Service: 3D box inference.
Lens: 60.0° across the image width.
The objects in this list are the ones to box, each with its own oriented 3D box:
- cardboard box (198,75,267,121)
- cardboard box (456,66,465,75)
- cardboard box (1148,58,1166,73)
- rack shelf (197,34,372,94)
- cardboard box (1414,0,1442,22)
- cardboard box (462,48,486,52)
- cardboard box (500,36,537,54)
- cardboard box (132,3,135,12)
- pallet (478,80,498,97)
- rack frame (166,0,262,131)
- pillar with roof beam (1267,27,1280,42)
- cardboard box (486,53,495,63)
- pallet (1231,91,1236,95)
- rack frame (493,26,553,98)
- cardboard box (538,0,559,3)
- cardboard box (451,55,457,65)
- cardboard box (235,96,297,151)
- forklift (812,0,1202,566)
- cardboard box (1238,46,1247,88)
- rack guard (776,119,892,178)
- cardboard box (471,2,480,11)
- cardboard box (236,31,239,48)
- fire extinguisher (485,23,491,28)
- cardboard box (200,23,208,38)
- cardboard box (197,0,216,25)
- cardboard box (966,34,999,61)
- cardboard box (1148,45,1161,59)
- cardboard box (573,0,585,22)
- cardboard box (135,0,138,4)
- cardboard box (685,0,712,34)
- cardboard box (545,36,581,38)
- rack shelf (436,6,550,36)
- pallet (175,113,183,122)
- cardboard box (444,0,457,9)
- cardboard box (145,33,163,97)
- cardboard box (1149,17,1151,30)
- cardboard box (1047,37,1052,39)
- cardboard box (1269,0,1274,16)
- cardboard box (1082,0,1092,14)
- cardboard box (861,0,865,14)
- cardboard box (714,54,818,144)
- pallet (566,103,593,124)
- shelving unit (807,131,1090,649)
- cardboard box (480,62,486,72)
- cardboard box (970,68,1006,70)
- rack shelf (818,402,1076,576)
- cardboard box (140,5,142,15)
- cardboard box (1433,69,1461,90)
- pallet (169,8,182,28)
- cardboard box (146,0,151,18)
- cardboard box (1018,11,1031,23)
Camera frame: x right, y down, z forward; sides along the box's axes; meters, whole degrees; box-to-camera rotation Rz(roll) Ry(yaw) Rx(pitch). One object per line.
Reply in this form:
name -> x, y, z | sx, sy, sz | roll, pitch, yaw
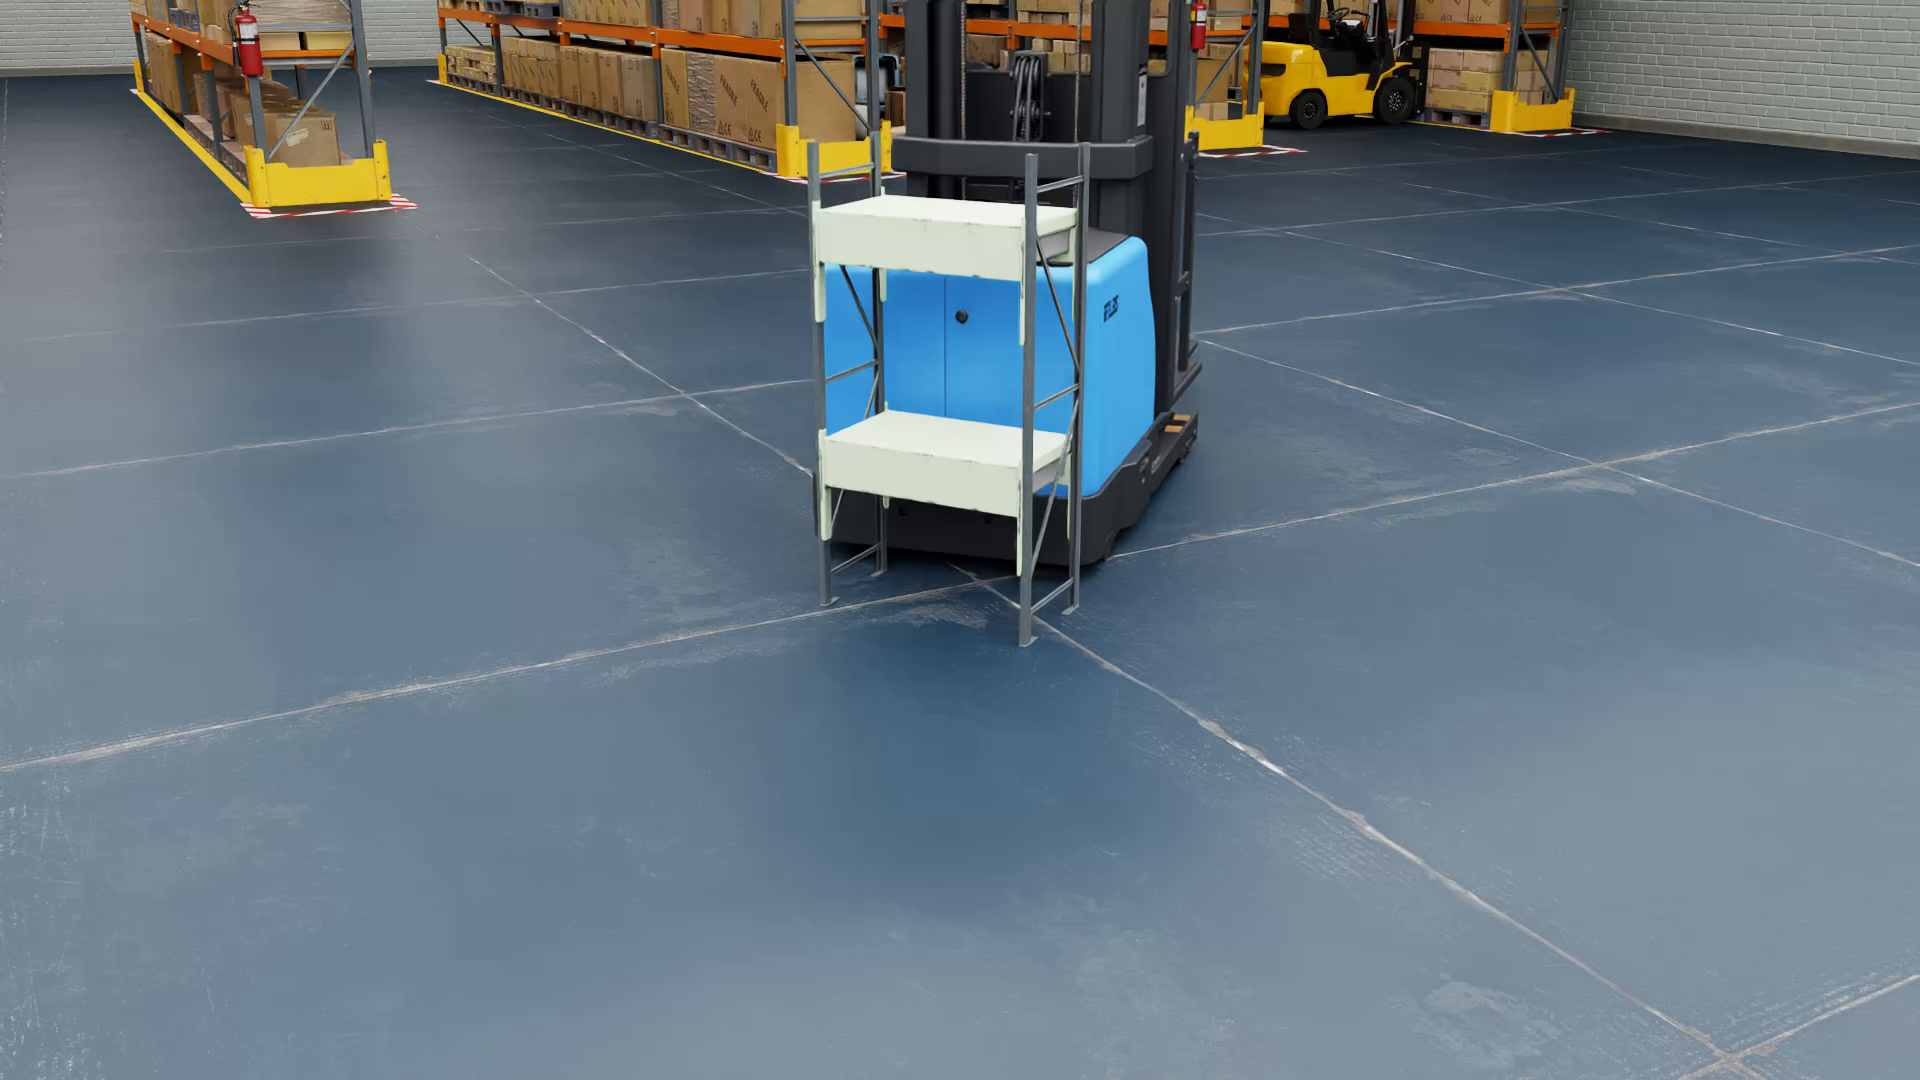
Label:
cardboard box -> -8.892, -5.423, 20.407 | 0.700, 0.500, 0.500 | -12, 22, -31
cardboard box -> -8.576, -8.207, 29.044 | 0.380, 0.149, 0.250 | -10, 21, -26
cardboard box -> 2.408, -5.425, 19.676 | 0.500, 0.500, 0.500 | -10, 21, -26
rack shelf -> -6.653, -4.681, 16.201 | 1.077, 0.370, 4.000 | -10, 21, -27
cardboard box -> 6.438, -7.197, 22.237 | 0.500, 0.500, 0.500 | -10, 22, -28
cardboard box -> -8.381, -8.416, 28.738 | 0.380, 0.149, 0.250 | -9, 21, -25
cardboard box -> -6.870, -7.749, 26.029 | 0.500, 0.250, 0.500 | -11, 22, -29
cardboard box -> -13.053, -8.547, 26.686 | 0.380, 0.149, 0.250 | -10, 22, -27
pallet -> -7.339, -7.500, 27.543 | 1.003, 0.211, 1.213 | -10, 21, -27
rack frame -> -9.502, -6.743, 21.076 | 1.000, 3.000, 0.127 | -10, 21, -27
pillar with roof beam -> 1.209, -10.983, 24.164 | 9.100, 9.000, 0.400 | -10, 21, -27
cardboard box -> -7.543, -7.892, 27.219 | 0.380, 0.149, 0.250 | -10, 21, -26
pallet -> 3.942, -7.488, 27.508 | 1.003, 0.211, 1.213 | -10, 21, -27
rack frame -> -6.989, -8.631, 26.546 | 1.000, 3.000, 0.127 | -10, 21, -27
cardboard box -> -5.728, -7.633, 23.394 | 0.380, 0.149, 0.250 | -10, 21, -26
cardboard box -> -8.785, -8.493, 29.417 | 0.380, 0.149, 0.250 | -10, 21, -27
cardboard box -> -7.170, -4.328, 17.263 | 0.500, 0.500, 0.500 | -3, 19, -9
forklift -> 0.407, -1.741, 6.685 | 1.130, 2.935, 3.031 | 6, 20, 17
cardboard box -> 4.866, -7.348, 25.824 | 0.875, 0.625, 0.625 | -10, 22, -27
rack guard -> -1.279, -3.998, 16.950 | 1.175, 0.500, 0.348 | -10, 21, -27
cardboard box -> -7.879, -8.852, 27.572 | 0.380, 0.149, 0.250 | -11, 22, -29
cardboard box -> -6.303, -4.514, 14.999 | 0.380, 0.149, 0.250 | -10, 21, -27
fire extinguisher -> -8.602, -9.710, 30.363 | 0.296, 0.674, 0.183 | -10, 21, -27
cardboard box -> -7.658, -5.294, 17.261 | 0.380, 0.149, 0.250 | -10, 21, -27
cardboard box -> -7.237, -5.495, 16.849 | 0.875, 0.500, 0.500 | -10, 21, -27
cardboard box -> 0.365, -9.920, 33.470 | 0.700, 0.500, 0.500 | -9, 21, -24
cardboard box -> 2.175, -5.826, 19.845 | 0.380, 0.149, 0.250 | -9, 21, -25
cardboard box -> -4.870, -7.214, 22.285 | 0.500, 0.500, 0.500 | -10, 22, -27
cardboard box -> -12.570, -8.488, 25.905 | 0.500, 0.250, 0.500 | -10, 22, -28
cardboard box -> -2.570, -5.974, 18.615 | 0.875, 0.550, 0.550 | -10, 21, -27
cardboard box -> -6.180, -7.678, 25.823 | 0.500, 0.250, 0.500 | -9, 21, -24
rack shelf -> -7.938, -8.865, 28.327 | 1.077, 0.370, 4.000 | -10, 21, -27
pallet -> -10.386, -6.013, 23.234 | 1.003, 0.211, 1.213 | -10, 21, -27
cardboard box -> -8.785, -9.365, 29.057 | 0.380, 0.149, 0.250 | -11, 22, -28
cardboard box -> -11.080, -6.905, 24.158 | 1.225, 0.875, 0.875 | -10, 21, -26
cardboard box -> 2.331, -6.070, 19.508 | 0.380, 0.149, 0.250 | -10, 22, -28
cardboard box -> 1.822, -9.308, 30.703 | 0.380, 0.149, 0.250 | -11, 22, -28
cardboard box -> 4.772, -8.077, 25.170 | 0.500, 0.250, 0.500 | -10, 21, -27
cardboard box -> 1.825, -6.720, 20.398 | 0.500, 0.500, 0.500 | -10, 21, -26
cardboard box -> -1.250, -8.313, 25.853 | 0.500, 0.250, 0.500 | -11, 22, -29
cardboard box -> -2.090, -4.817, 18.106 | 0.875, 0.875, 0.875 | -10, 22, -28
pallet -> -4.781, -5.927, 22.983 | 1.003, 0.211, 1.213 | -10, 21, -27
shelving unit -> -0.035, -0.486, 5.241 | 0.755, 1.500, 0.431 | 10, 21, 26
cardboard box -> -7.700, -7.814, 27.448 | 0.380, 0.149, 0.250 | -11, 22, -29
cardboard box -> 0.191, -6.642, 24.166 | 0.950, 0.372, 0.625 | -9, 21, -25
rack shelf -> -0.035, -0.178, 5.348 | 0.720, 0.370, 0.431 | 10, 21, 26
cardboard box -> -12.201, -8.031, 25.192 | 0.380, 0.149, 0.250 | -10, 21, -26
cardboard box -> 6.650, -6.124, 22.085 | 0.500, 0.250, 0.500 | -10, 22, -27
pallet -> -9.070, -6.465, 20.562 | 1.213, 0.211, 1.003 | -10, 21, -27
cardboard box -> -11.403, -7.768, 23.892 | 0.500, 0.500, 0.500 | -10, 21, -26
cardboard box -> 0.986, -6.871, 21.831 | 0.380, 0.149, 0.250 | -10, 21, -27
